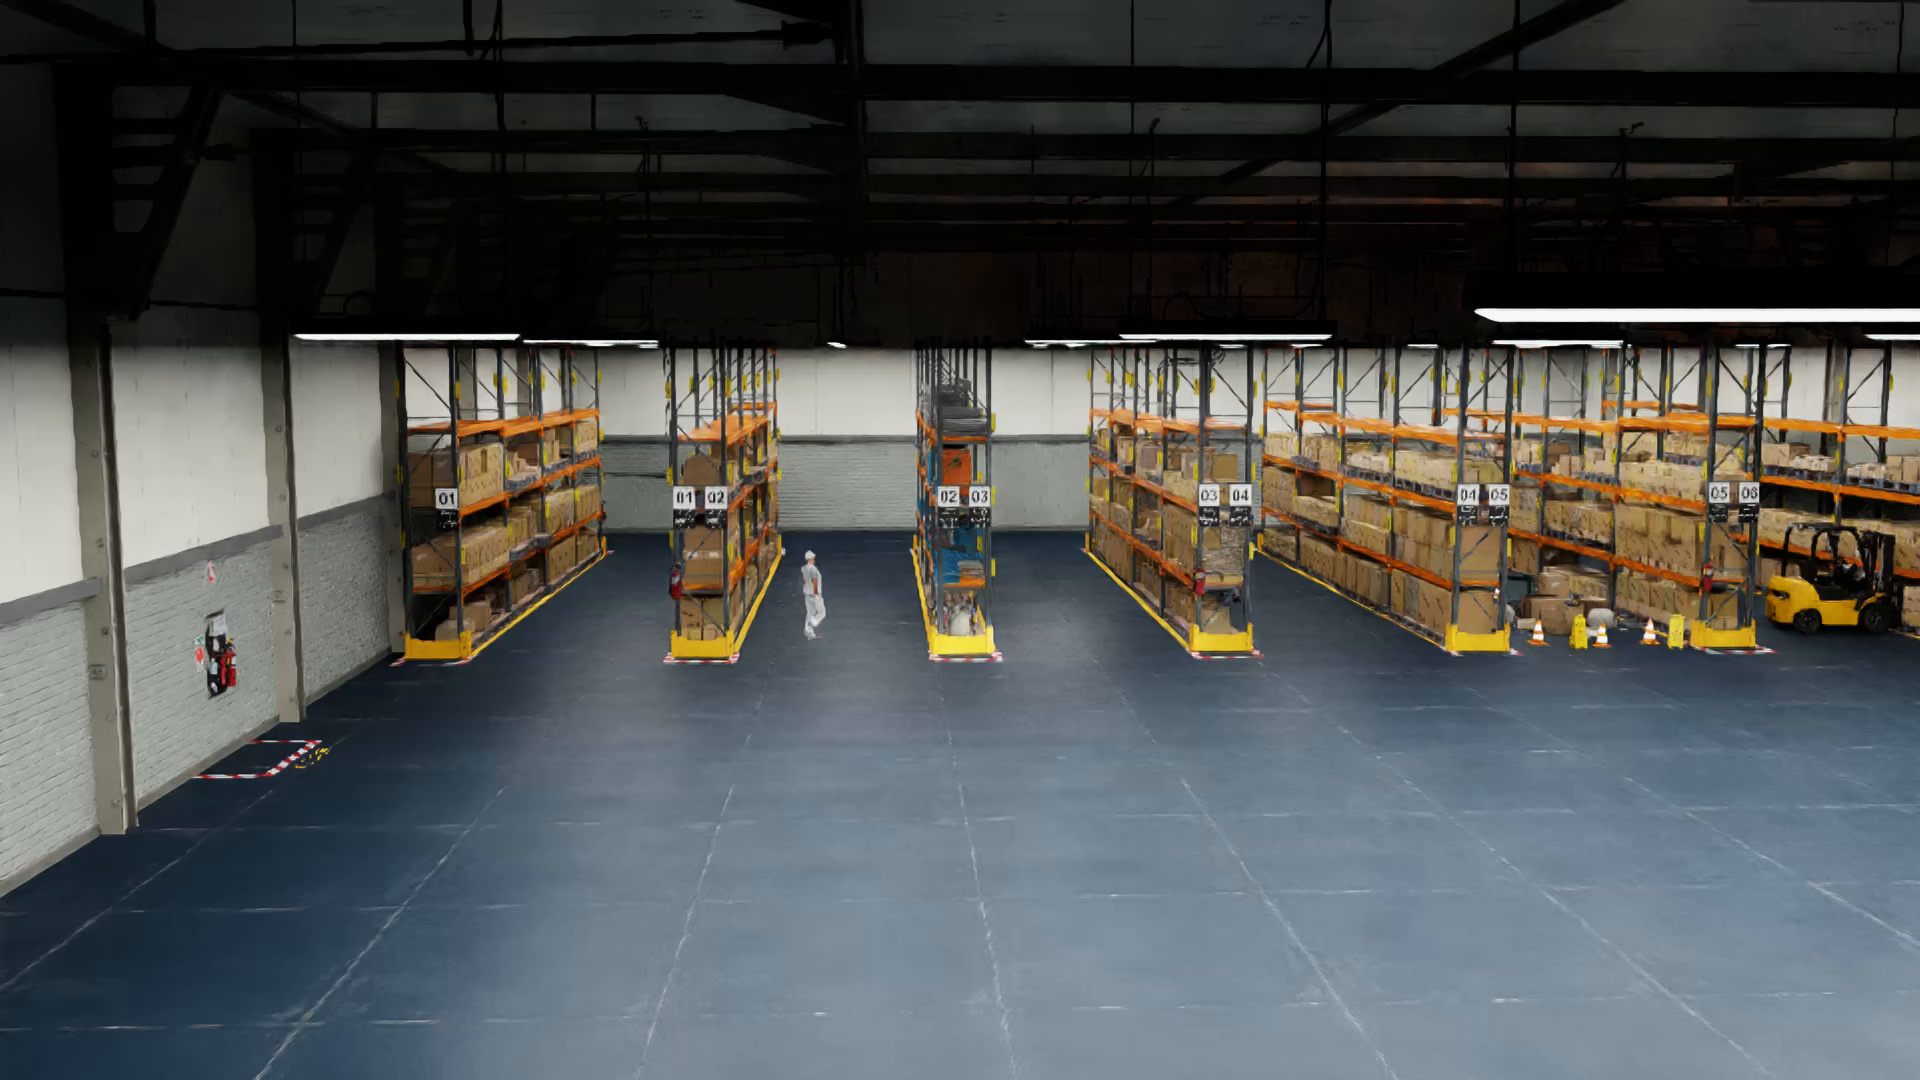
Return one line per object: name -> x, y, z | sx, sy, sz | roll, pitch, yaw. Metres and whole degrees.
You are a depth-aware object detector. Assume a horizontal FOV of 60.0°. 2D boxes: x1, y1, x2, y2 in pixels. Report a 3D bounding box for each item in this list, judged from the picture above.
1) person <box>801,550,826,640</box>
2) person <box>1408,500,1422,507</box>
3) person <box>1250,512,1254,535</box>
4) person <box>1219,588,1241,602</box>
person -> -2.946, 1.095, 32.943 | 0.443, 1.786, 0.594 | -4, 8, -31
person -> 13.732, -0.777, 50.036 | 0.591, 1.651, 0.510 | -5, 8, -37
person -> 7.781, -0.256, 45.719 | 0.592, 1.604, 0.512 | -1, 7, -5
person -> 6.152, 0.567, 38.134 | 0.543, 1.648, 1.115 | 0, 6, -1
